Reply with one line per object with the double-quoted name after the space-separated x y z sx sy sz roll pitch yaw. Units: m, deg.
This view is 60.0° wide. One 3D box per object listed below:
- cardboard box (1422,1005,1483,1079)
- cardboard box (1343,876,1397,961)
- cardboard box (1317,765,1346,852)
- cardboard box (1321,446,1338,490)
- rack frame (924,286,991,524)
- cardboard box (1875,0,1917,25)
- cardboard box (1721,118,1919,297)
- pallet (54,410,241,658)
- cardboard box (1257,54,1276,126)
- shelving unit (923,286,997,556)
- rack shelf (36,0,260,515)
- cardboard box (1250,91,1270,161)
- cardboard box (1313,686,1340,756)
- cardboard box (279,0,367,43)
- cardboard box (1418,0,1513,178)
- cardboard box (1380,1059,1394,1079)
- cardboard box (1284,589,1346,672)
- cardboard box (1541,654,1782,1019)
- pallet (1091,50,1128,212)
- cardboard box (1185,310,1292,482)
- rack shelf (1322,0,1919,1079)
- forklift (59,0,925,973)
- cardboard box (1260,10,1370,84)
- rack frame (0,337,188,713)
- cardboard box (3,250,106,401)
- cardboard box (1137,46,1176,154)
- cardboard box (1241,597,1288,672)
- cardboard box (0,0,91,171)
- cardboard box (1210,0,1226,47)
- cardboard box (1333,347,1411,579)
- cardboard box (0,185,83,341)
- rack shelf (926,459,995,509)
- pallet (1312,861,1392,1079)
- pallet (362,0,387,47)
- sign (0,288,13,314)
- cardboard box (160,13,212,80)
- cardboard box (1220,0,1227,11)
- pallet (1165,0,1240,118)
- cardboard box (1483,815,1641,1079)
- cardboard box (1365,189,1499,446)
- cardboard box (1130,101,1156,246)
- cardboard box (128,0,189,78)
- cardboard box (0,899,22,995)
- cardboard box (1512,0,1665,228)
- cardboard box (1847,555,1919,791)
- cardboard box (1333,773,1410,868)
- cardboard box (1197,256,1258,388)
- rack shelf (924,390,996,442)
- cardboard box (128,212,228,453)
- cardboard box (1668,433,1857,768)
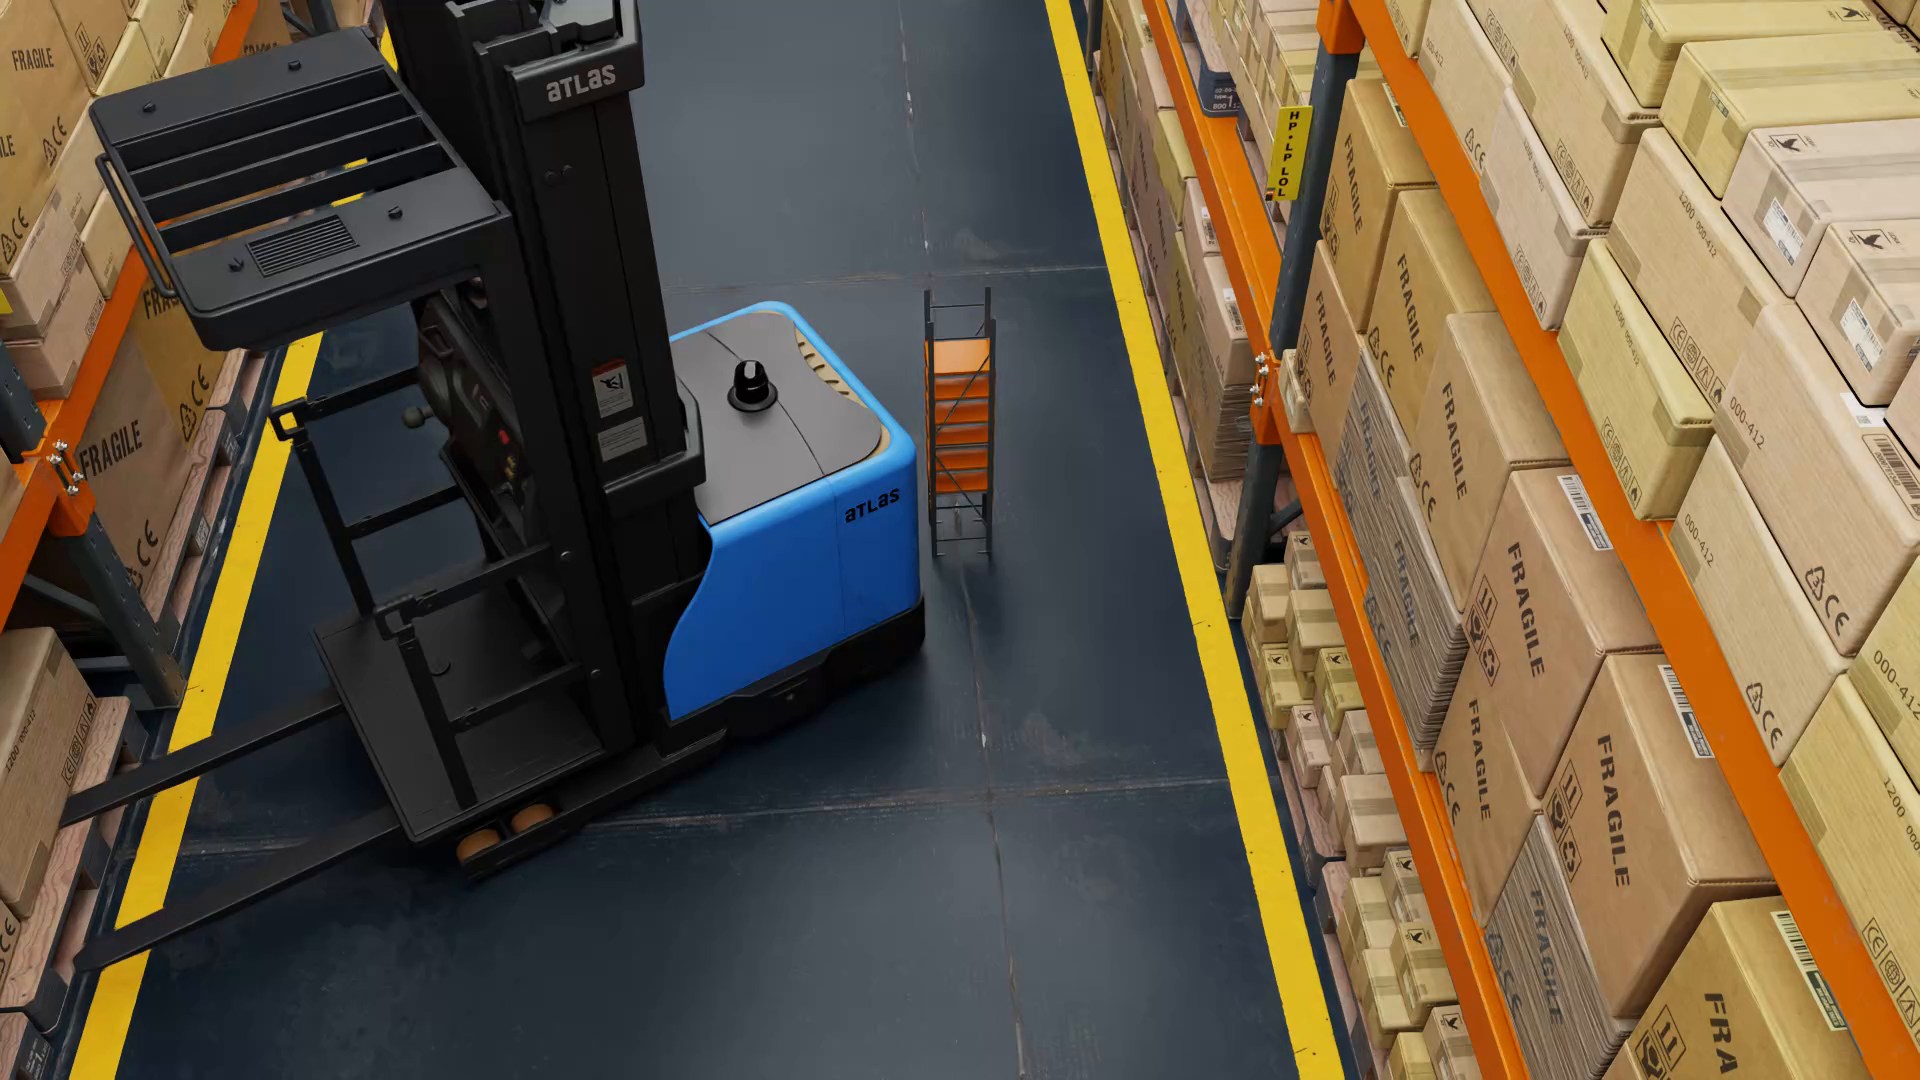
1.514 1.421 4.603 0.380 0.149 0.250 -5 47 -5 "cardboard box"
1.392 1.157 5.057 0.380 0.149 0.250 -4 47 -4 "cardboard box"
1.412 0.877 5.528 0.380 0.149 0.250 -4 47 -4 "cardboard box"
1.329 -0.299 5.140 0.380 0.149 0.250 -2 47 -2 "cardboard box"
-0.009 -0.489 6.387 0.240 1.200 0.006 -3 47 -3 "rack frame"
1.930 -1.118 3.161 0.380 0.149 0.250 -5 47 -5 "cardboard box"
1.443 -0.524 2.599 0.380 0.149 0.250 -5 47 -4 "cardboard box"
-3.528 -0.013 6.617 1.003 0.211 1.213 -3 47 -3 "pallet"
1.265 -1.599 5.877 0.380 0.149 0.250 -2 47 -2 "cardboard box"
-0.001 -0.423 6.324 0.258 1.200 0.189 -3 47 -3 "shelving unit"
-3.556 -1.618 6.712 1.077 0.370 4.000 -3 47 -3 "rack shelf"
1.264 -1.494 5.983 0.380 0.149 0.250 -4 47 -3 "cardboard box"
1.414 0.575 5.609 0.380 0.149 0.250 -4 47 -4 "cardboard box"
-3.760 -2.962 9.010 0.950 0.372 0.625 -6 47 -6 "cardboard box"
1.363 -1.059 3.725 0.500 0.250 0.500 -4 47 -4 "cardboard box"
1.440 1.636 4.809 0.380 0.149 0.250 -3 47 -3 "cardboard box"
1.322 0.304 5.661 0.380 0.149 0.250 -1 47 -1 "cardboard box"
1.490 0.563 3.188 0.500 0.500 0.500 -1 47 -1 "cardboard box"
1.265 -2.162 8.652 1.003 0.211 1.213 -3 47 -3 "pallet"
1.223 -0.597 6.682 0.500 0.500 0.500 -4 47 -4 "cardboard box"
1.703 -0.129 3.236 1.077 0.370 4.000 -3 47 -3 "rack shelf"
-1.650 -0.305 5.020 3.031 2.935 1.130 -25 51 -22 "forklift"
1.265 -1.715 5.782 0.380 0.149 0.250 -5 47 -5 "cardboard box"
-3.388 -0.418 5.080 1.000 3.000 0.127 -3 47 -3 "rack frame"
-3.162 -0.701 5.451 0.500 0.250 0.500 -4 47 -4 "cardboard box"
1.089 -1.990 7.484 0.500 0.250 0.500 -3 47 -3 "cardboard box"
1.246 0.327 6.049 0.380 0.149 0.250 -5 47 -5 "cardboard box"
-3.209 -1.499 5.346 0.500 0.500 0.500 -4 47 -4 "cardboard box"
1.193 -2.068 6.526 0.380 0.149 0.250 -2 47 -2 "cardboard box"
1.375 -0.198 4.597 0.500 0.500 0.500 -3 47 -3 "cardboard box"
-3.144 -0.874 5.271 0.500 0.250 0.500 -5 47 -4 "cardboard box"
-0.001 -0.227 6.531 0.258 0.103 0.180 -3 47 -3 "rack shelf"
1.733 1.535 5.151 1.003 0.211 1.213 -3 47 -3 "pallet"
-3.787 -2.919 9.369 1.003 0.211 1.213 -3 47 -3 "pallet"
-2.835 -0.778 4.770 0.100 0.325 0.005 -3 47 -3 "sign"
-3.267 -1.809 6.501 0.500 0.250 0.500 -4 47 -4 "cardboard box"
1.192 -2.182 6.429 0.380 0.149 0.250 -3 47 -3 "cardboard box"
1.408 -2.190 6.891 1.003 0.211 1.213 -3 47 -3 "pallet"
1.487 0.917 3.542 0.500 0.500 0.500 -3 47 -3 "cardboard box"
1.389 -0.557 4.249 0.500 0.500 0.500 -5 47 -4 "cardboard box"
1.099 -1.709 7.735 0.500 0.500 0.500 -5 47 -4 "cardboard box"
-3.276 -1.982 6.320 0.500 0.250 0.500 -5 47 -4 "cardboard box"
-3.367 1.427 4.808 0.875 0.438 0.875 -5 47 -4 "cardboard box"
1.402 -0.856 3.187 0.500 0.250 0.500 -3 47 -3 "cardboard box"
1.535 0.262 2.129 0.500 0.250 0.500 -5 47 -4 "cardboard box"
1.377 0.860 5.134 0.380 0.149 0.250 -3 47 -2 "cardboard box"
1.222 -0.858 6.413 0.500 0.250 0.500 -5 47 -4 "cardboard box"
-0.001 -0.475 6.269 0.258 0.103 0.180 -3 47 -3 "rack shelf"
-3.603 -0.929 6.738 0.875 0.875 0.875 -2 47 -2 "cardboard box"
1.491 0.081 2.645 0.500 0.250 0.500 -2 47 -2 "cardboard box"
